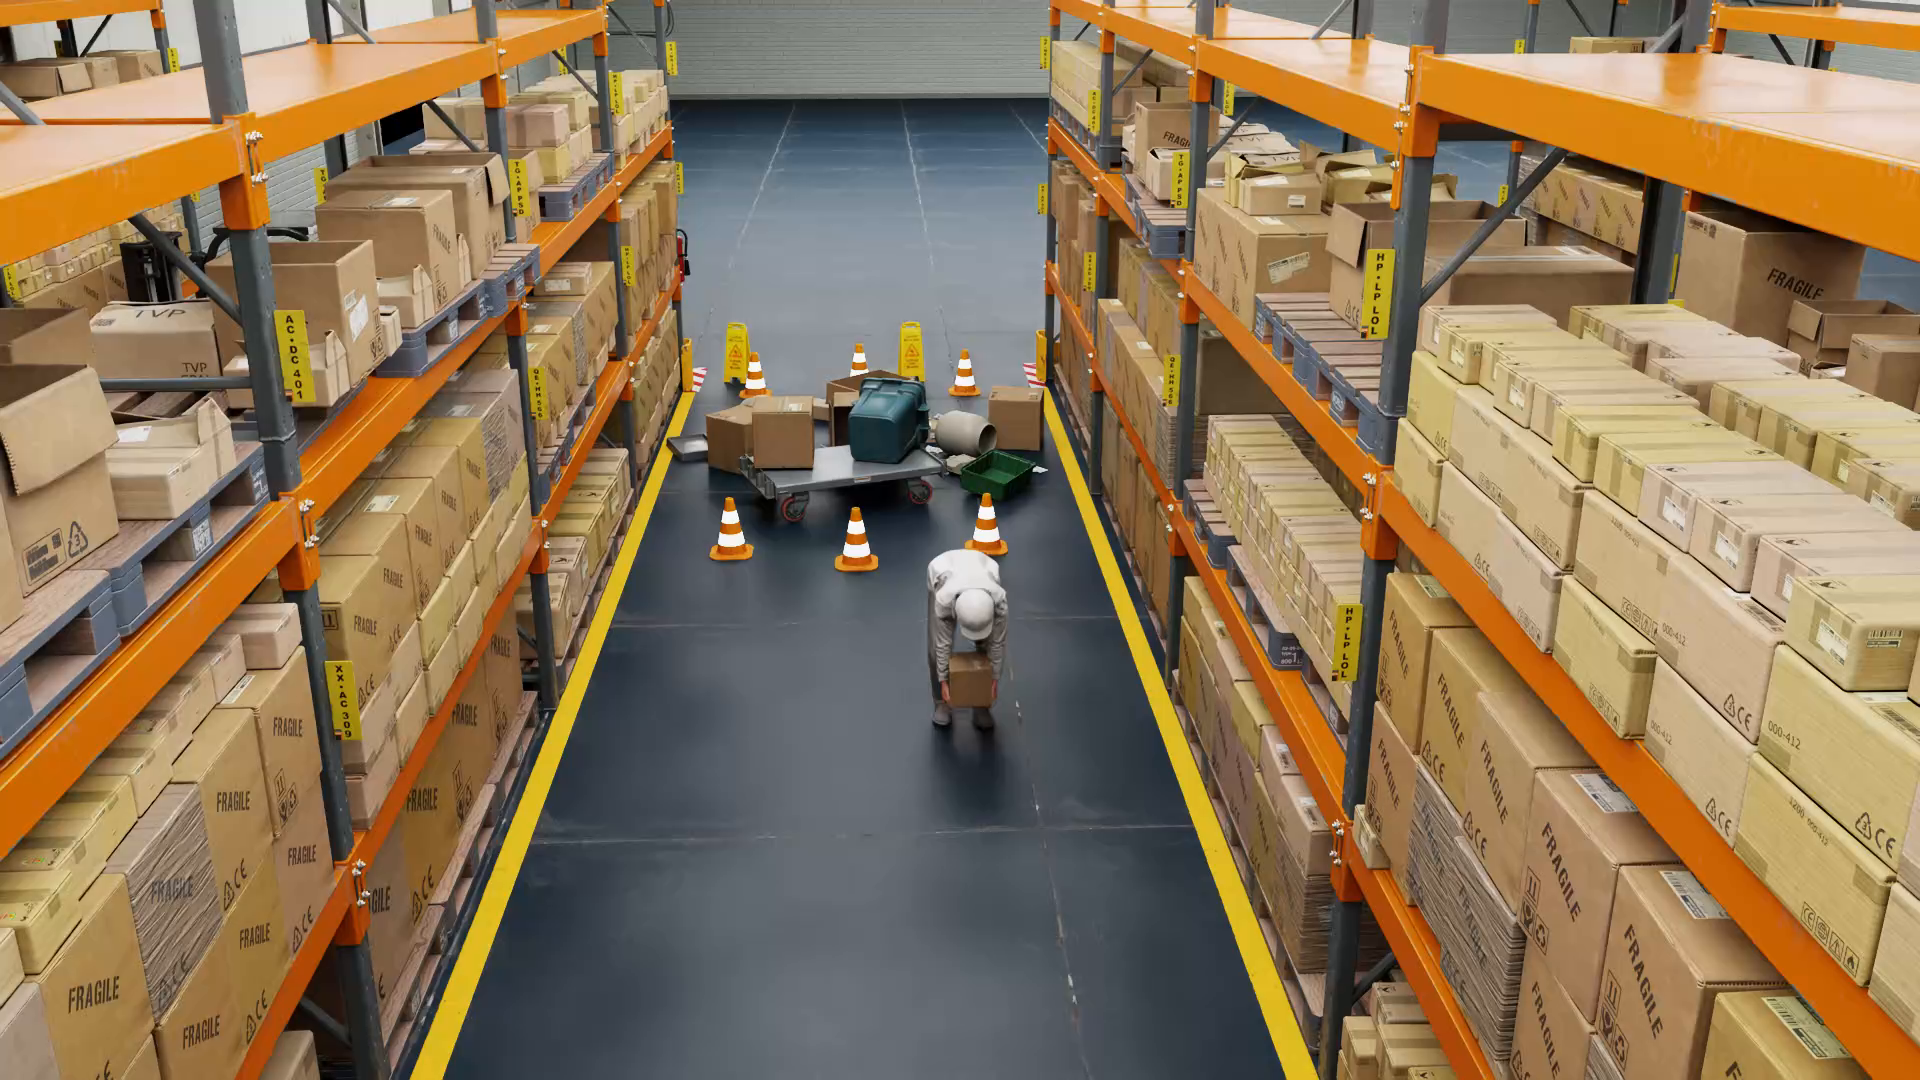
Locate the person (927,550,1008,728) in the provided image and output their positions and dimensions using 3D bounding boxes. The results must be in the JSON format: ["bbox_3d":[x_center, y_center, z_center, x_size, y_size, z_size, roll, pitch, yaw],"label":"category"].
[{"bbox_3d":[0.048,0.676,10.147,0.466,1.122,1.006,-2,20,-5],"label":"person"}]
